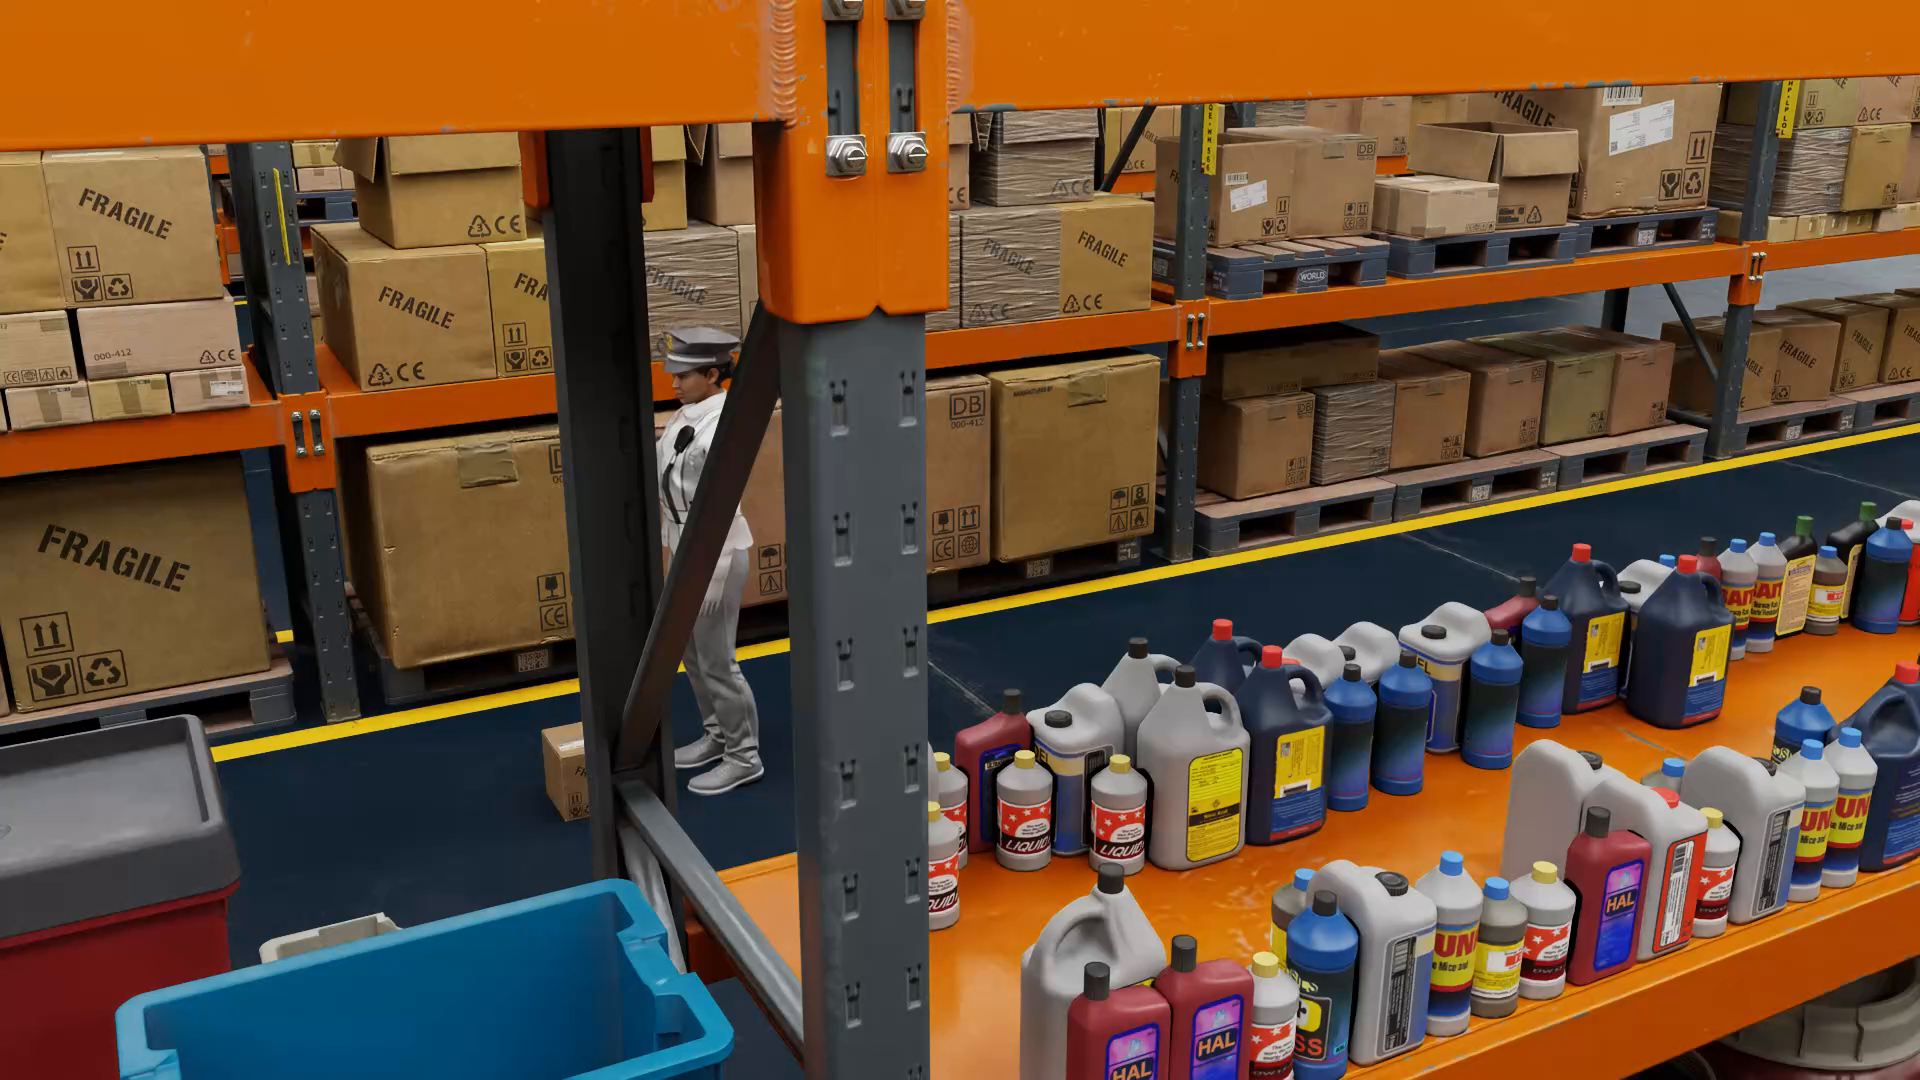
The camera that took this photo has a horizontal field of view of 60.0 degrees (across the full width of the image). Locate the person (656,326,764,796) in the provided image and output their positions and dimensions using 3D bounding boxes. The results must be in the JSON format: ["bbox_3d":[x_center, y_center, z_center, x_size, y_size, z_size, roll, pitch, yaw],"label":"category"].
[{"bbox_3d":[-0.896,0.078,5.837,0.328,1.665,0.469,-9,20,-24],"label":"person"}]
